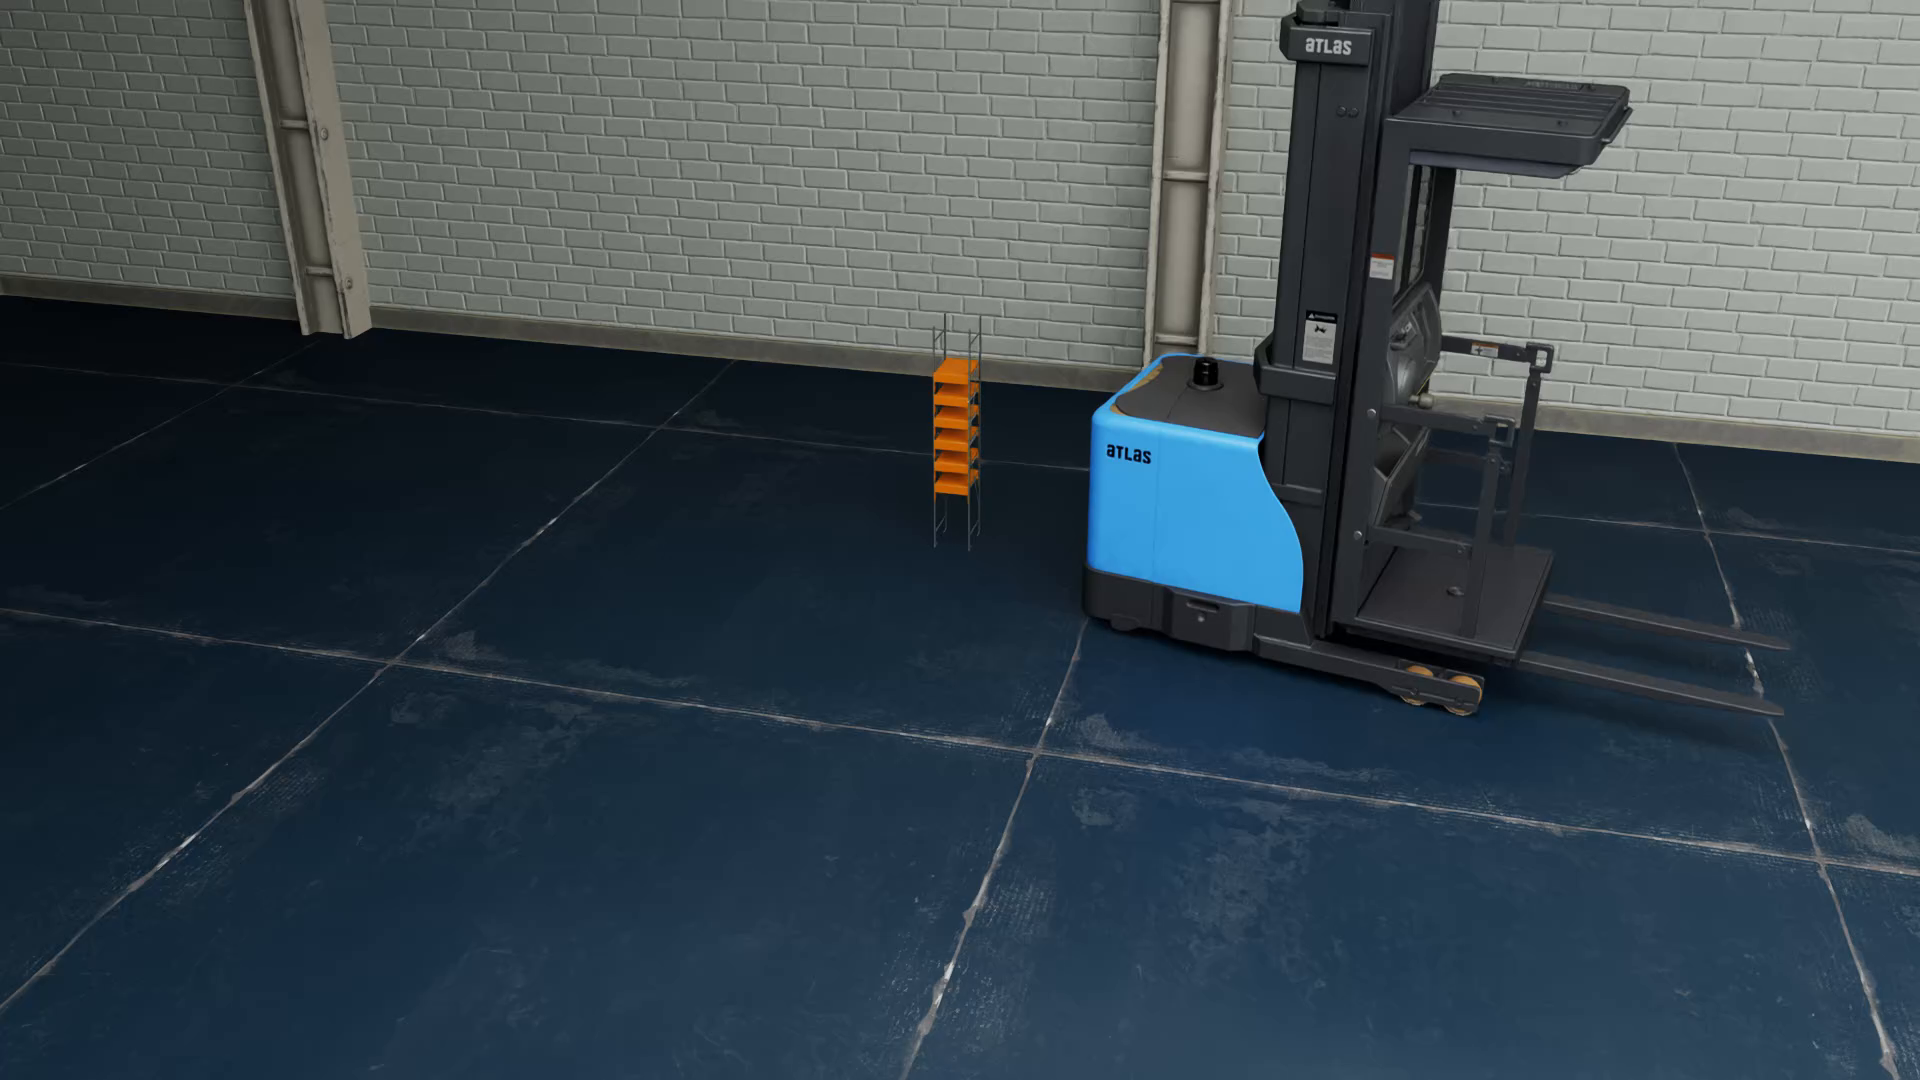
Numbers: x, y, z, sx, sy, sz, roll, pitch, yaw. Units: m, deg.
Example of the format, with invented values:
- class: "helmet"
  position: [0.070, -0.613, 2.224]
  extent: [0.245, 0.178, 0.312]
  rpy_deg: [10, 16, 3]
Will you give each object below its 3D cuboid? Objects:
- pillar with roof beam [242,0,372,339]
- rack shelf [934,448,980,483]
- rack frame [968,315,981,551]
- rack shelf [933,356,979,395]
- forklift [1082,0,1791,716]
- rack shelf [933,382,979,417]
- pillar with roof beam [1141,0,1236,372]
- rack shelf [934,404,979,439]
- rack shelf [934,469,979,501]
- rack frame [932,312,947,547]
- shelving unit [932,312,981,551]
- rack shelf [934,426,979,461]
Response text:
- class: "pillar with roof beam"
  position: [-5.524, -3.773, 6.207]
  extent: [0.400, 9.000, 9.100]
  rpy_deg: [6, 26, 13]
- class: "rack shelf"
  position: [-0.014, -0.395, 8.566]
  extent: [0.180, 0.103, 0.258]
  rpy_deg: [6, 26, 13]
- class: "rack frame"
  position: [0.075, -0.533, 8.475]
  extent: [0.006, 1.200, 0.240]
  rpy_deg: [6, 26, 13]
- class: "rack shelf"
  position: [-0.014, -0.828, 8.360]
  extent: [0.180, 0.103, 0.258]
  rpy_deg: [6, 26, 13]
- class: "forklift"
  position: [2.132, -0.829, 7.082]
  extent: [3.031, 2.935, 1.130]
  rpy_deg: [12, 28, 24]
- class: "rack shelf"
  position: [-0.014, -0.720, 8.411]
  extent: [0.180, 0.103, 0.258]
  rpy_deg: [6, 26, 13]
- class: "pillar with roof beam"
  position: [0.287, -3.131, 4.857]
  extent: [0.400, 9.000, 9.100]
  rpy_deg: [6, 26, 13]
- class: "rack shelf"
  position: [-0.014, -0.612, 8.463]
  extent: [0.180, 0.103, 0.258]
  rpy_deg: [6, 26, 13]
- class: "rack shelf"
  position: [-0.014, -0.286, 8.618]
  extent: [0.180, 0.103, 0.258]
  rpy_deg: [6, 26, 13]
- class: "rack frame"
  position: [-0.103, -0.553, 8.516]
  extent: [0.006, 1.200, 0.240]
  rpy_deg: [6, 26, 13]
- class: "shelving unit"
  position: [-0.014, -0.543, 8.495]
  extent: [0.189, 1.200, 0.258]
  rpy_deg: [6, 26, 13]
- class: "rack shelf"
  position: [-0.014, -0.503, 8.514]
  extent: [0.180, 0.103, 0.258]
  rpy_deg: [6, 26, 13]
